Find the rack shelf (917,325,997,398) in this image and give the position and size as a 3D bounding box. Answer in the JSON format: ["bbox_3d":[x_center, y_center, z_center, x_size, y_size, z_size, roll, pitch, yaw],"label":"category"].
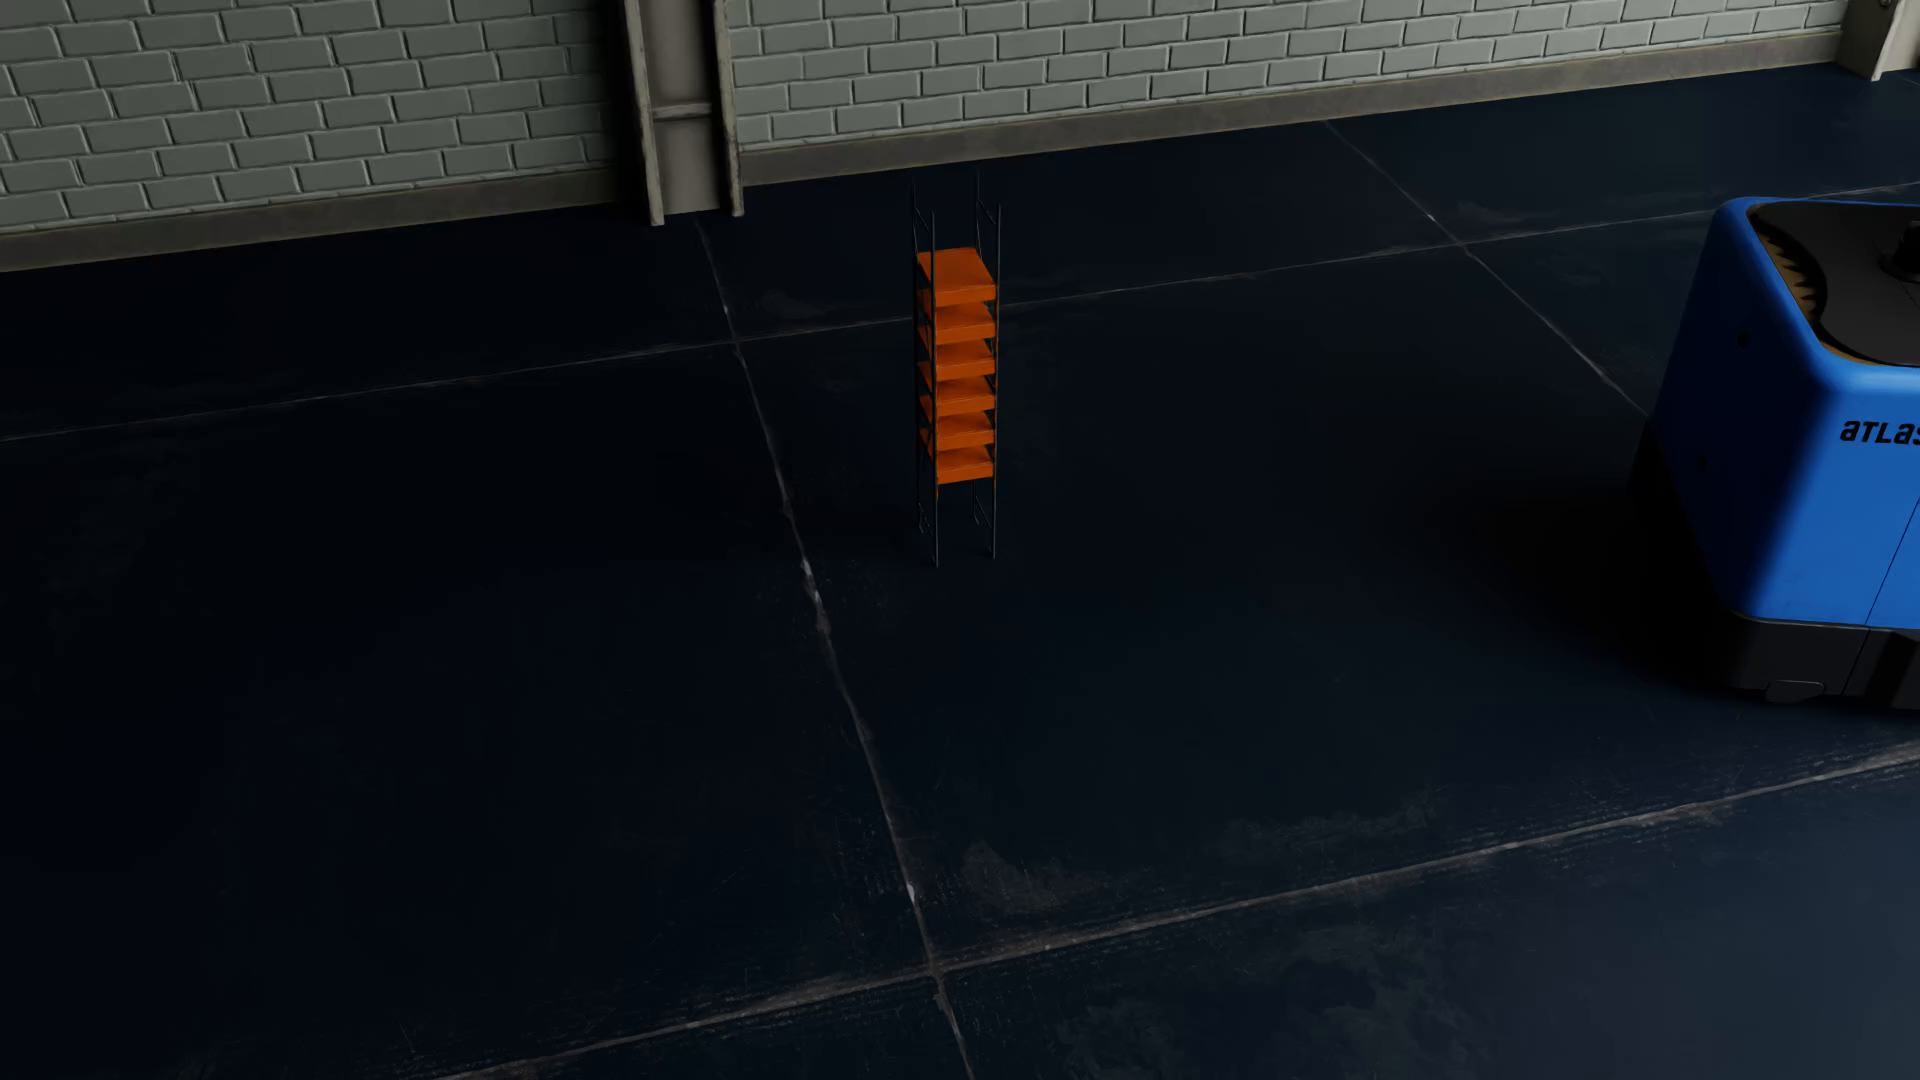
[{"bbox_3d":[-0.014,-0.534,4.837,0.180,0.103,0.258,-9,38,-12],"label":"rack shelf"}]

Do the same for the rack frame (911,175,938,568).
[{"bbox_3d":[-0.102,-0.460,4.863,0.006,1.200,0.240,-9,38,-12],"label":"rack frame"}]

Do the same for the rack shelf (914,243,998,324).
[{"bbox_3d":[-0.014,-0.725,4.691,0.180,0.103,0.258,-9,38,-12],"label":"rack shelf"}]

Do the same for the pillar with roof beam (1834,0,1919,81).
[{"bbox_3d":[5.770,-3.436,2.336,0.400,9.000,9.100,-9,38,-12],"label":"pillar with roof beam"}]

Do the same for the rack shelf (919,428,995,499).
[{"bbox_3d":[-0.014,-0.248,5.055,0.180,0.103,0.258,-9,38,-12],"label":"rack shelf"}]

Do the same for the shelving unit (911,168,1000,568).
[{"bbox_3d":[-0.014,-0.474,4.882,0.189,1.200,0.258,-9,38,-12],"label":"shelving unit"}]

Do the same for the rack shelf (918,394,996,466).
[{"bbox_3d":[-0.014,-0.344,4.982,0.180,0.103,0.258,-9,38,-12],"label":"rack shelf"}]

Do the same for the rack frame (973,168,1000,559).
[{"bbox_3d":[0.074,-0.489,4.901,0.006,1.200,0.240,-9,38,-12],"label":"rack frame"}]

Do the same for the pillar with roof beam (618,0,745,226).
[{"bbox_3d":[-0.023,-2.486,1.093,0.400,9.000,9.100,-9,38,-12],"label":"pillar with roof beam"}]

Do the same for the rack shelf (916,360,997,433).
[{"bbox_3d":[-0.014,-0.439,4.909,0.180,0.103,0.258,-9,38,-12],"label":"rack shelf"}]

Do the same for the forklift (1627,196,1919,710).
[{"bbox_3d":[3.608,-0.919,4.039,3.031,2.935,1.130,4,38,5],"label":"forklift"}]

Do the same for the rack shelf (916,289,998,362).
[{"bbox_3d":[-0.014,-0.630,4.764,0.180,0.103,0.258,-9,38,-12],"label":"rack shelf"}]
